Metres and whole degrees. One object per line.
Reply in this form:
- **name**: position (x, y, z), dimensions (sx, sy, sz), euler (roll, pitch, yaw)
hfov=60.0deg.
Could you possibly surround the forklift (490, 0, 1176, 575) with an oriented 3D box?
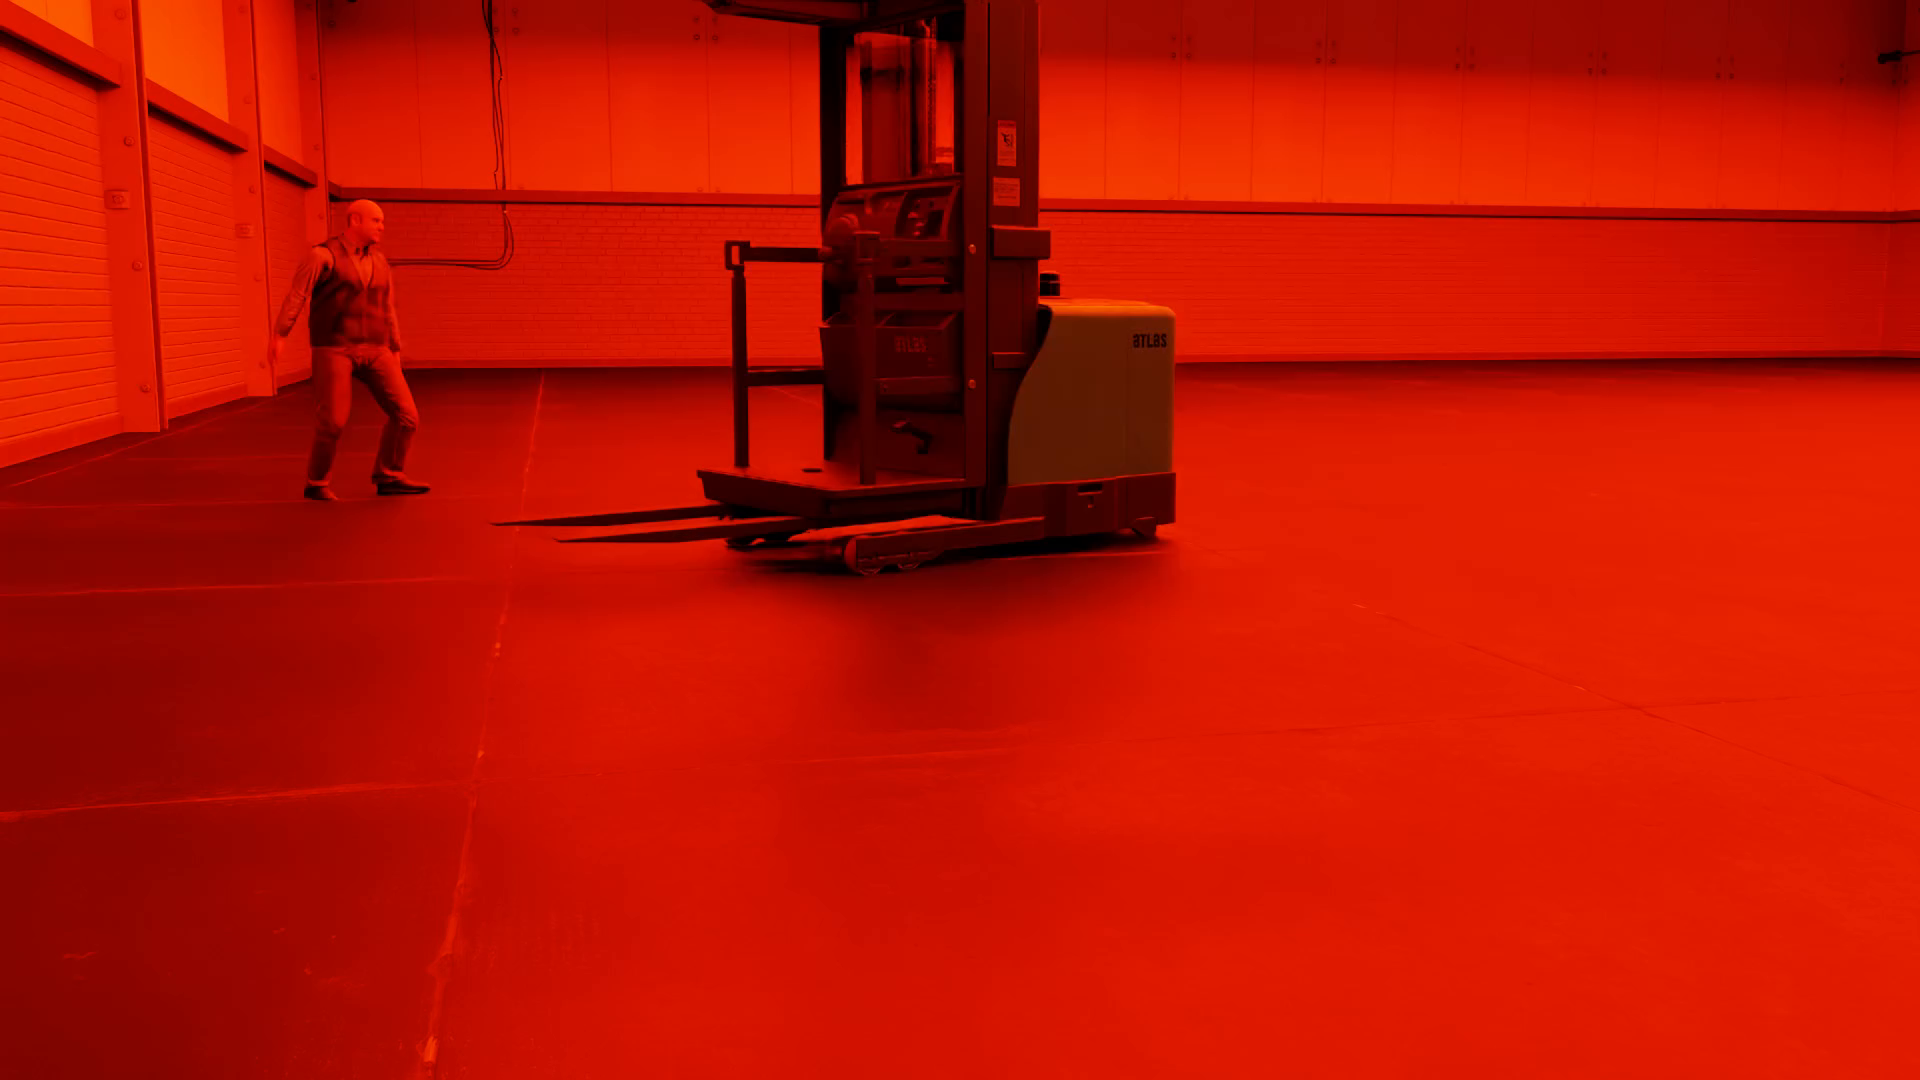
- **forklift**: position (-0.467, -1.392, 7.078), dimensions (3.031, 2.935, 1.130), euler (-6, 10, -37)

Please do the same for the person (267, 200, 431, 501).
- **person**: position (-3.438, -1.038, 9.309), dimensions (0.451, 1.701, 0.872), euler (7, 11, 41)
